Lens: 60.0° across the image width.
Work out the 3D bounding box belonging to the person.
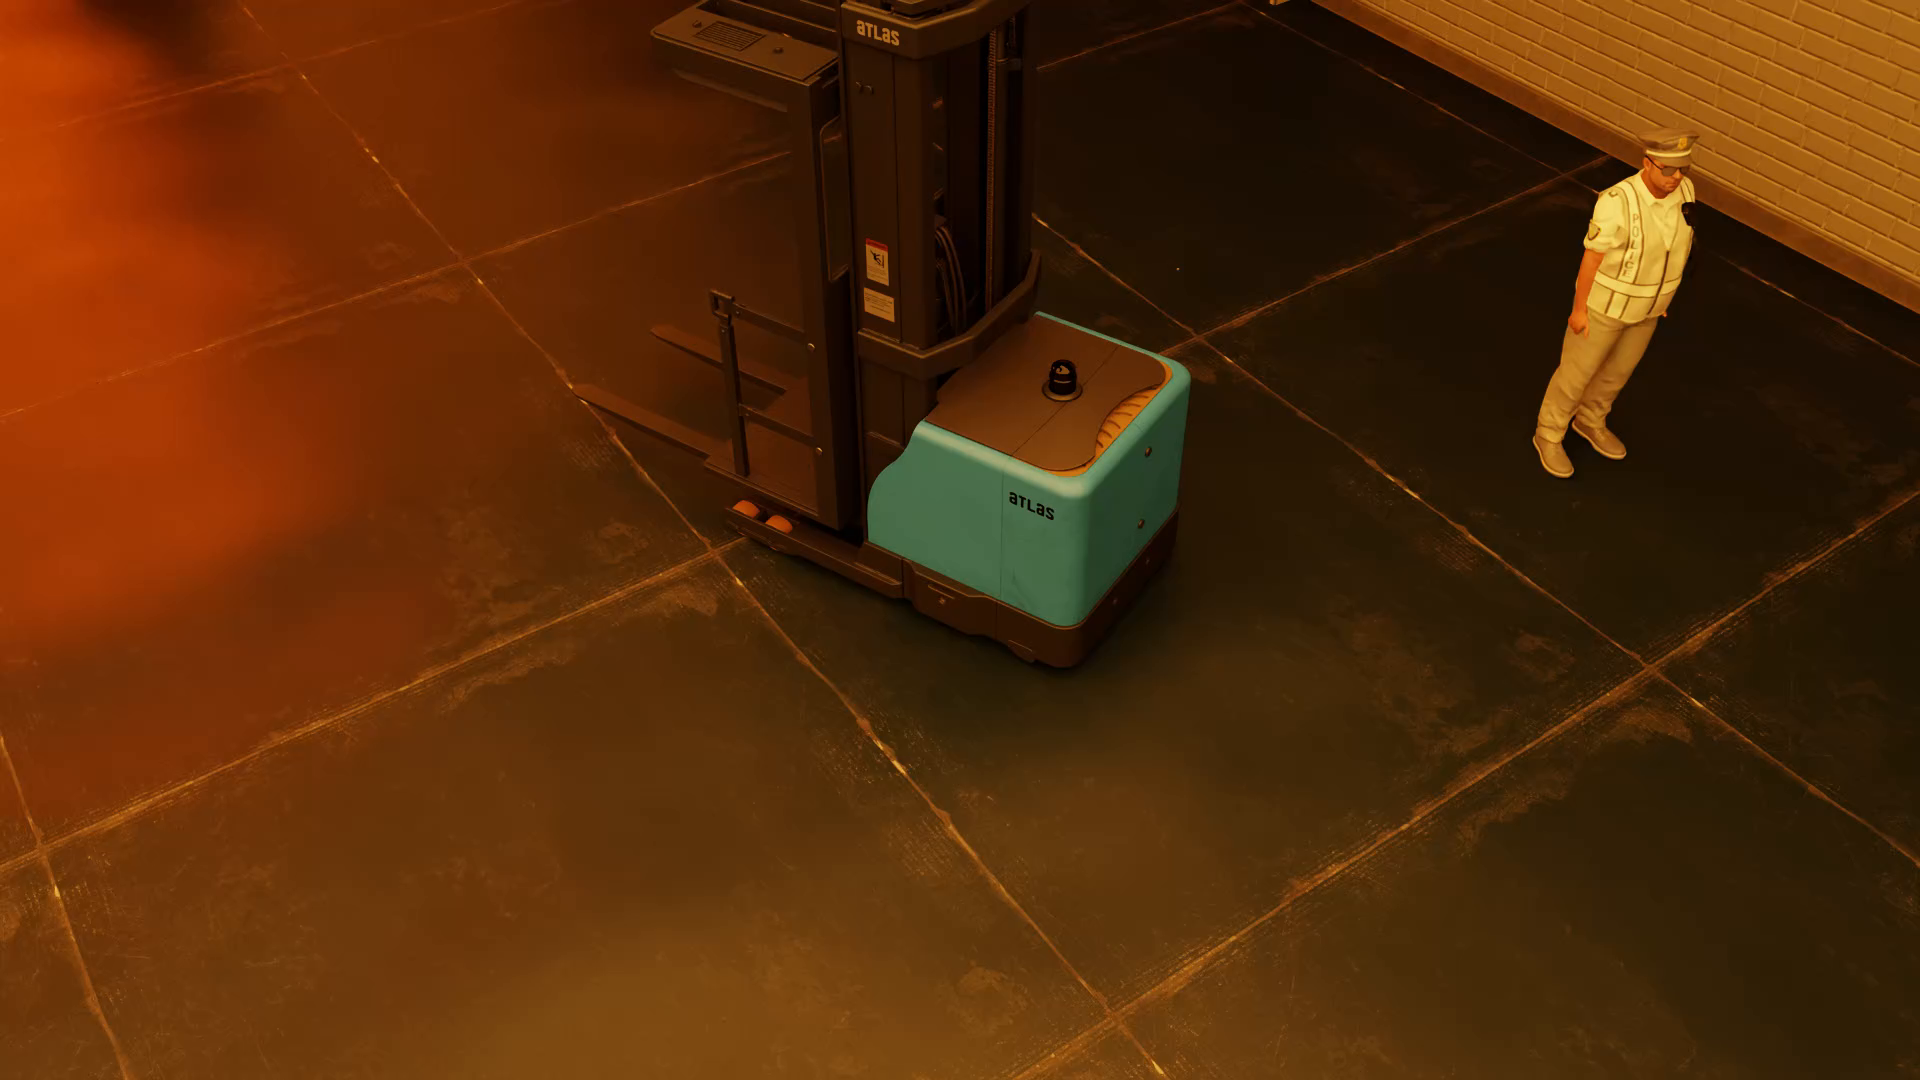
[{"bbox_3d":[3.108,-1.123,7.794,0.521,1.770,0.399,-16,45,-16],"label":"person"}]

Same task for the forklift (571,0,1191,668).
[{"bbox_3d":[-0.511,-1.302,7.129,3.031,2.935,1.130,24,48,24],"label":"forklift"}]
